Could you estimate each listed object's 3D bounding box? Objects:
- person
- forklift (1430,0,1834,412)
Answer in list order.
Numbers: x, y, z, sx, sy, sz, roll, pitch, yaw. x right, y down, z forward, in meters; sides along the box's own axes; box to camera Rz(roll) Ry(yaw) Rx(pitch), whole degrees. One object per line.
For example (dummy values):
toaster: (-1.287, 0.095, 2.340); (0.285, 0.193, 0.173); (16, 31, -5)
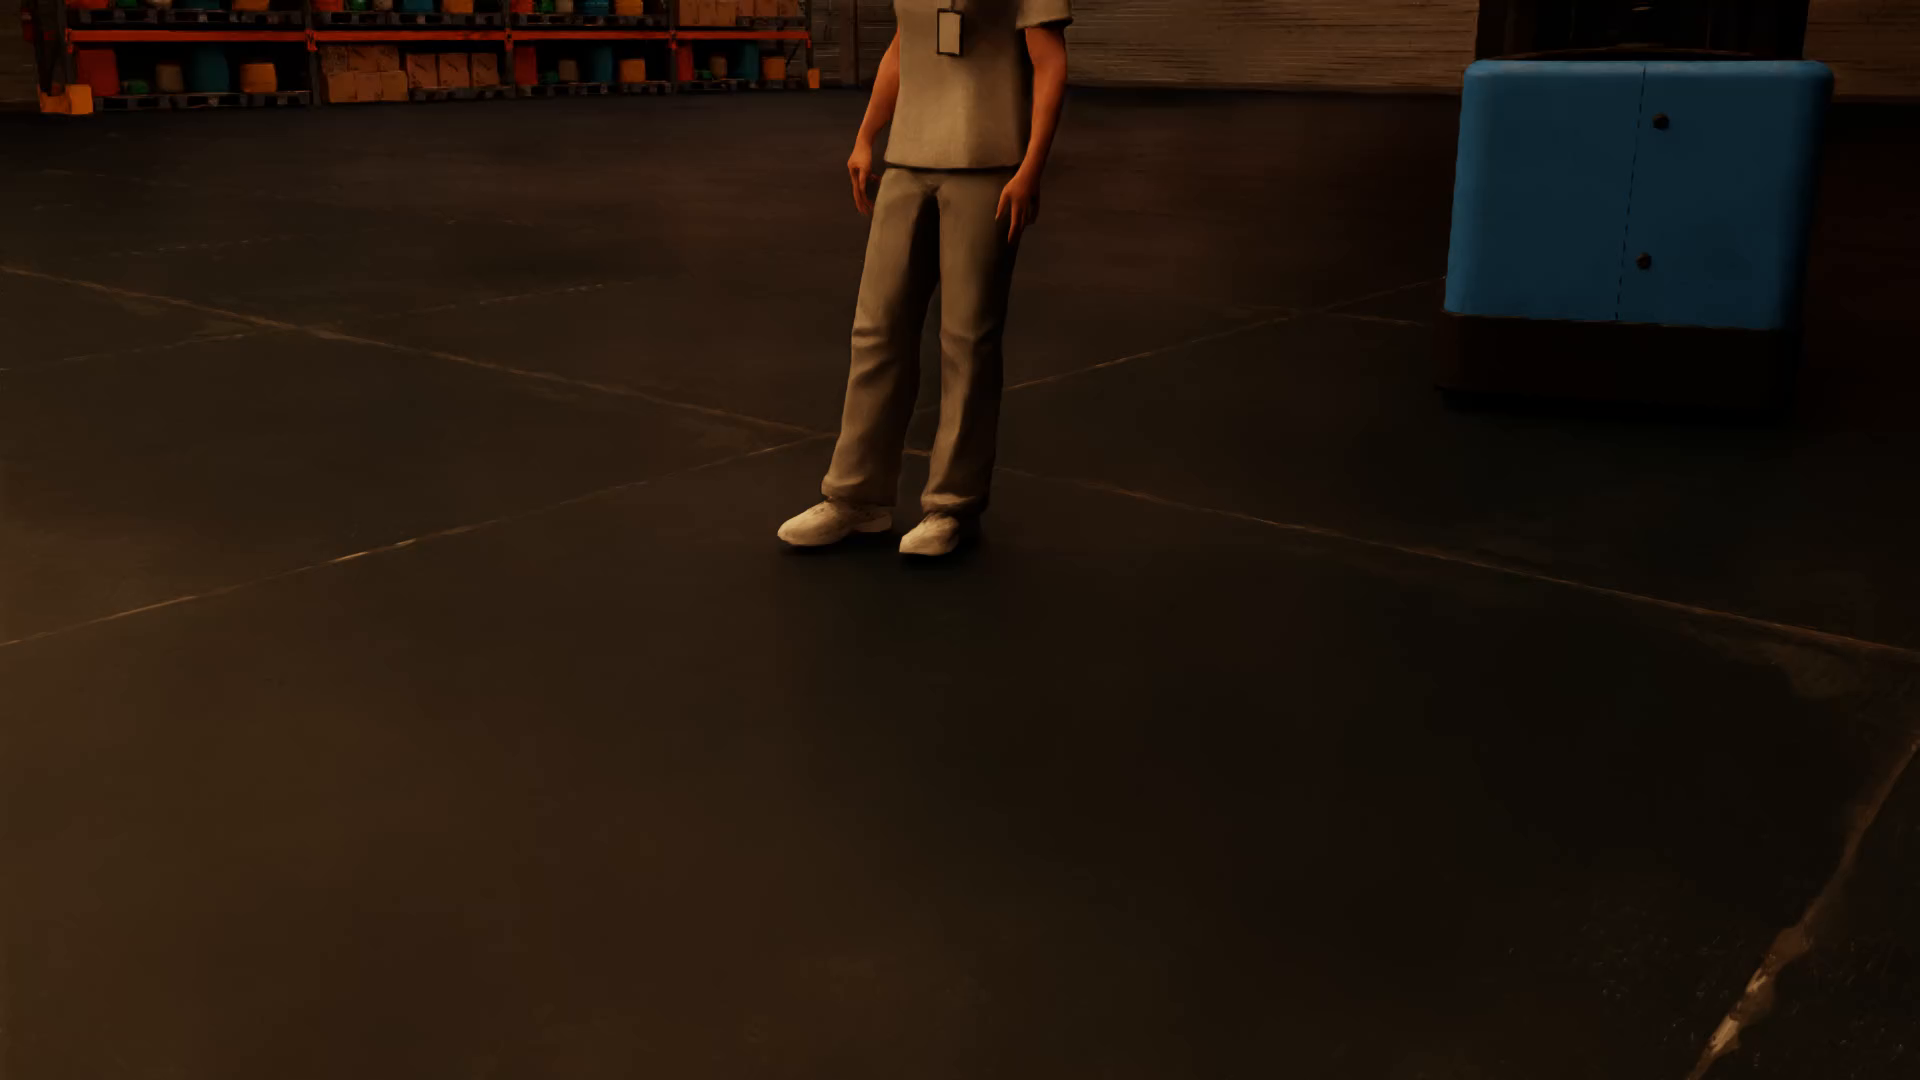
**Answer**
person: (-0.057, -0.795, 3.650); (0.550, 1.674, 0.548); (13, 21, 37)
forklift: (2.495, -2.179, 6.072); (1.130, 2.935, 3.031); (6, 18, 19)
